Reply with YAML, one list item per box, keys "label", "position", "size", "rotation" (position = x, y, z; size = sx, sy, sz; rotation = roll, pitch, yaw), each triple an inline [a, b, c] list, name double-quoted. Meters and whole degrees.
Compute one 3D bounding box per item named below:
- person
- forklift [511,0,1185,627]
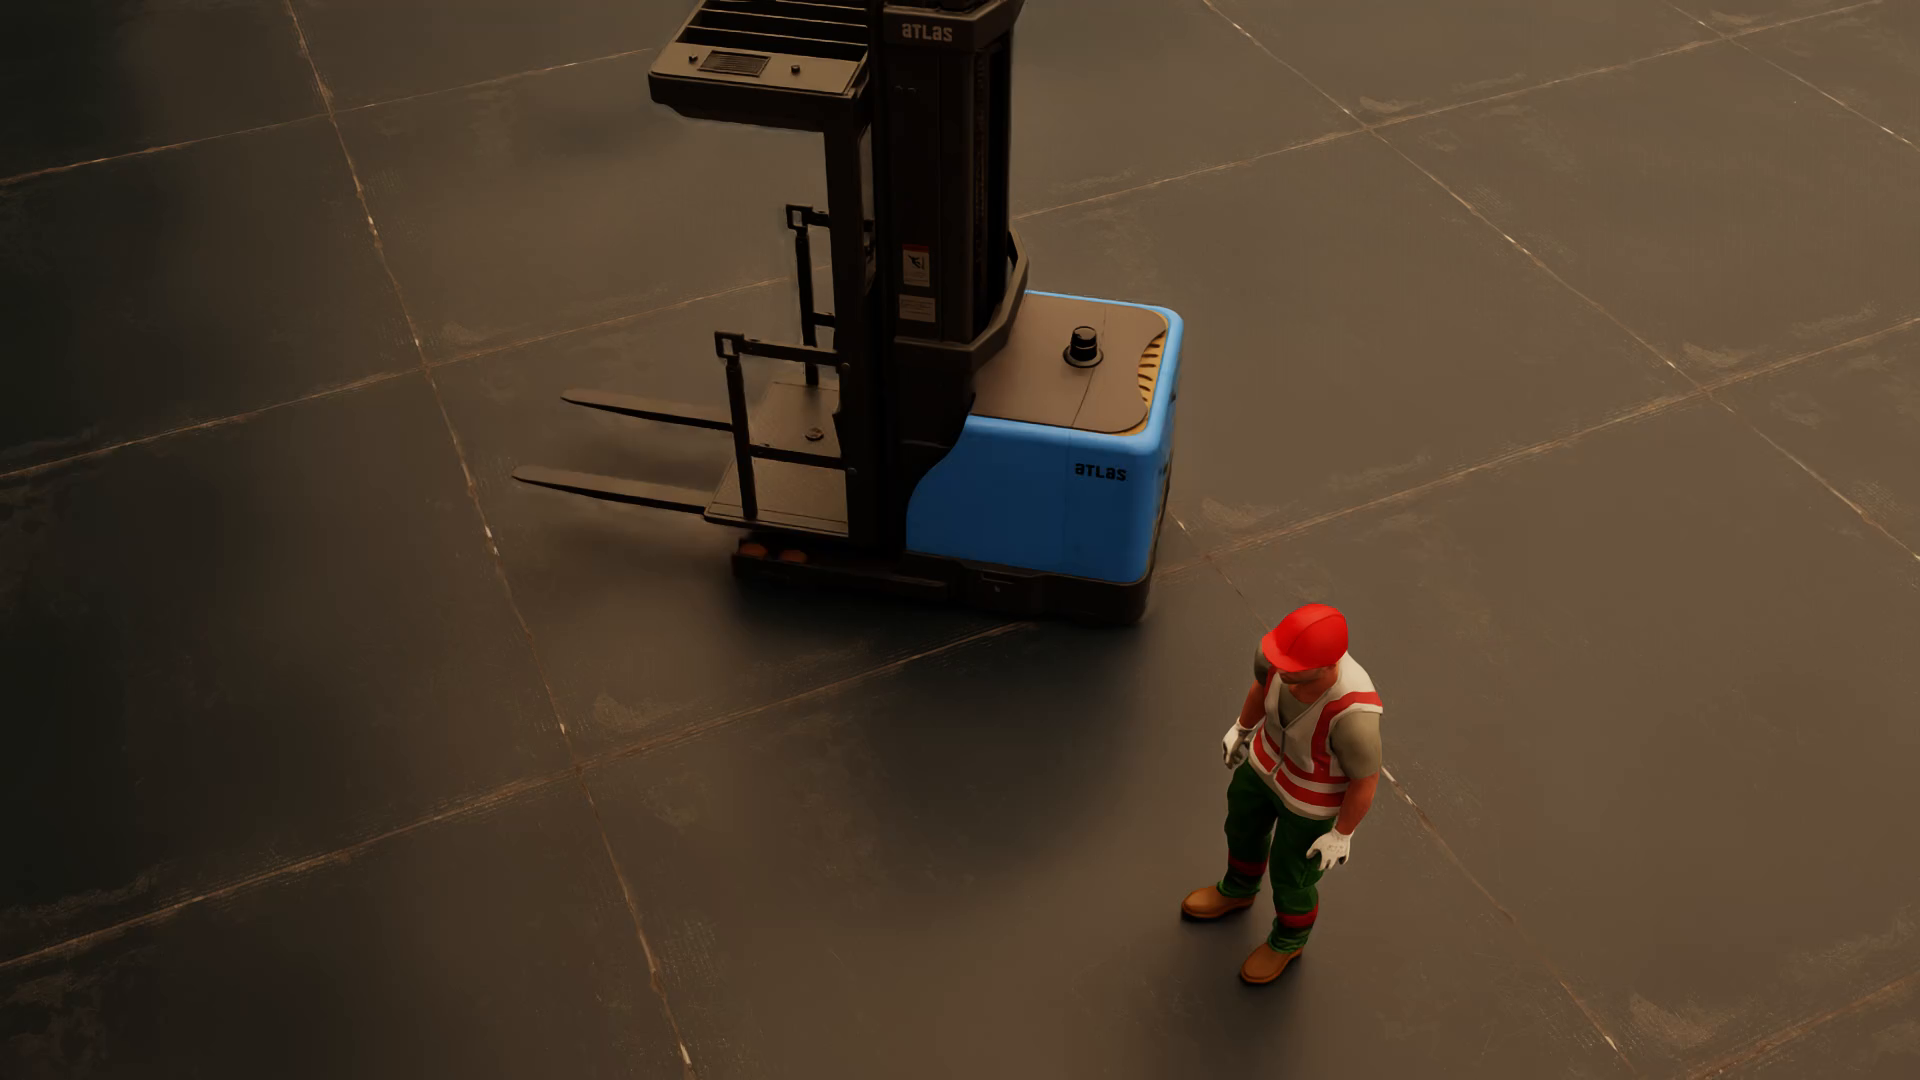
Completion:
- label: "person"
  position: [1.110, 0.832, 5.636]
  size: [0.450, 1.777, 0.623]
  rotation: [-21, 47, -21]
- label: "forklift"
  position: [-0.567, -1.209, 6.976]
  size: [3.031, 2.935, 1.130]
  rotation: [9, 44, 9]
